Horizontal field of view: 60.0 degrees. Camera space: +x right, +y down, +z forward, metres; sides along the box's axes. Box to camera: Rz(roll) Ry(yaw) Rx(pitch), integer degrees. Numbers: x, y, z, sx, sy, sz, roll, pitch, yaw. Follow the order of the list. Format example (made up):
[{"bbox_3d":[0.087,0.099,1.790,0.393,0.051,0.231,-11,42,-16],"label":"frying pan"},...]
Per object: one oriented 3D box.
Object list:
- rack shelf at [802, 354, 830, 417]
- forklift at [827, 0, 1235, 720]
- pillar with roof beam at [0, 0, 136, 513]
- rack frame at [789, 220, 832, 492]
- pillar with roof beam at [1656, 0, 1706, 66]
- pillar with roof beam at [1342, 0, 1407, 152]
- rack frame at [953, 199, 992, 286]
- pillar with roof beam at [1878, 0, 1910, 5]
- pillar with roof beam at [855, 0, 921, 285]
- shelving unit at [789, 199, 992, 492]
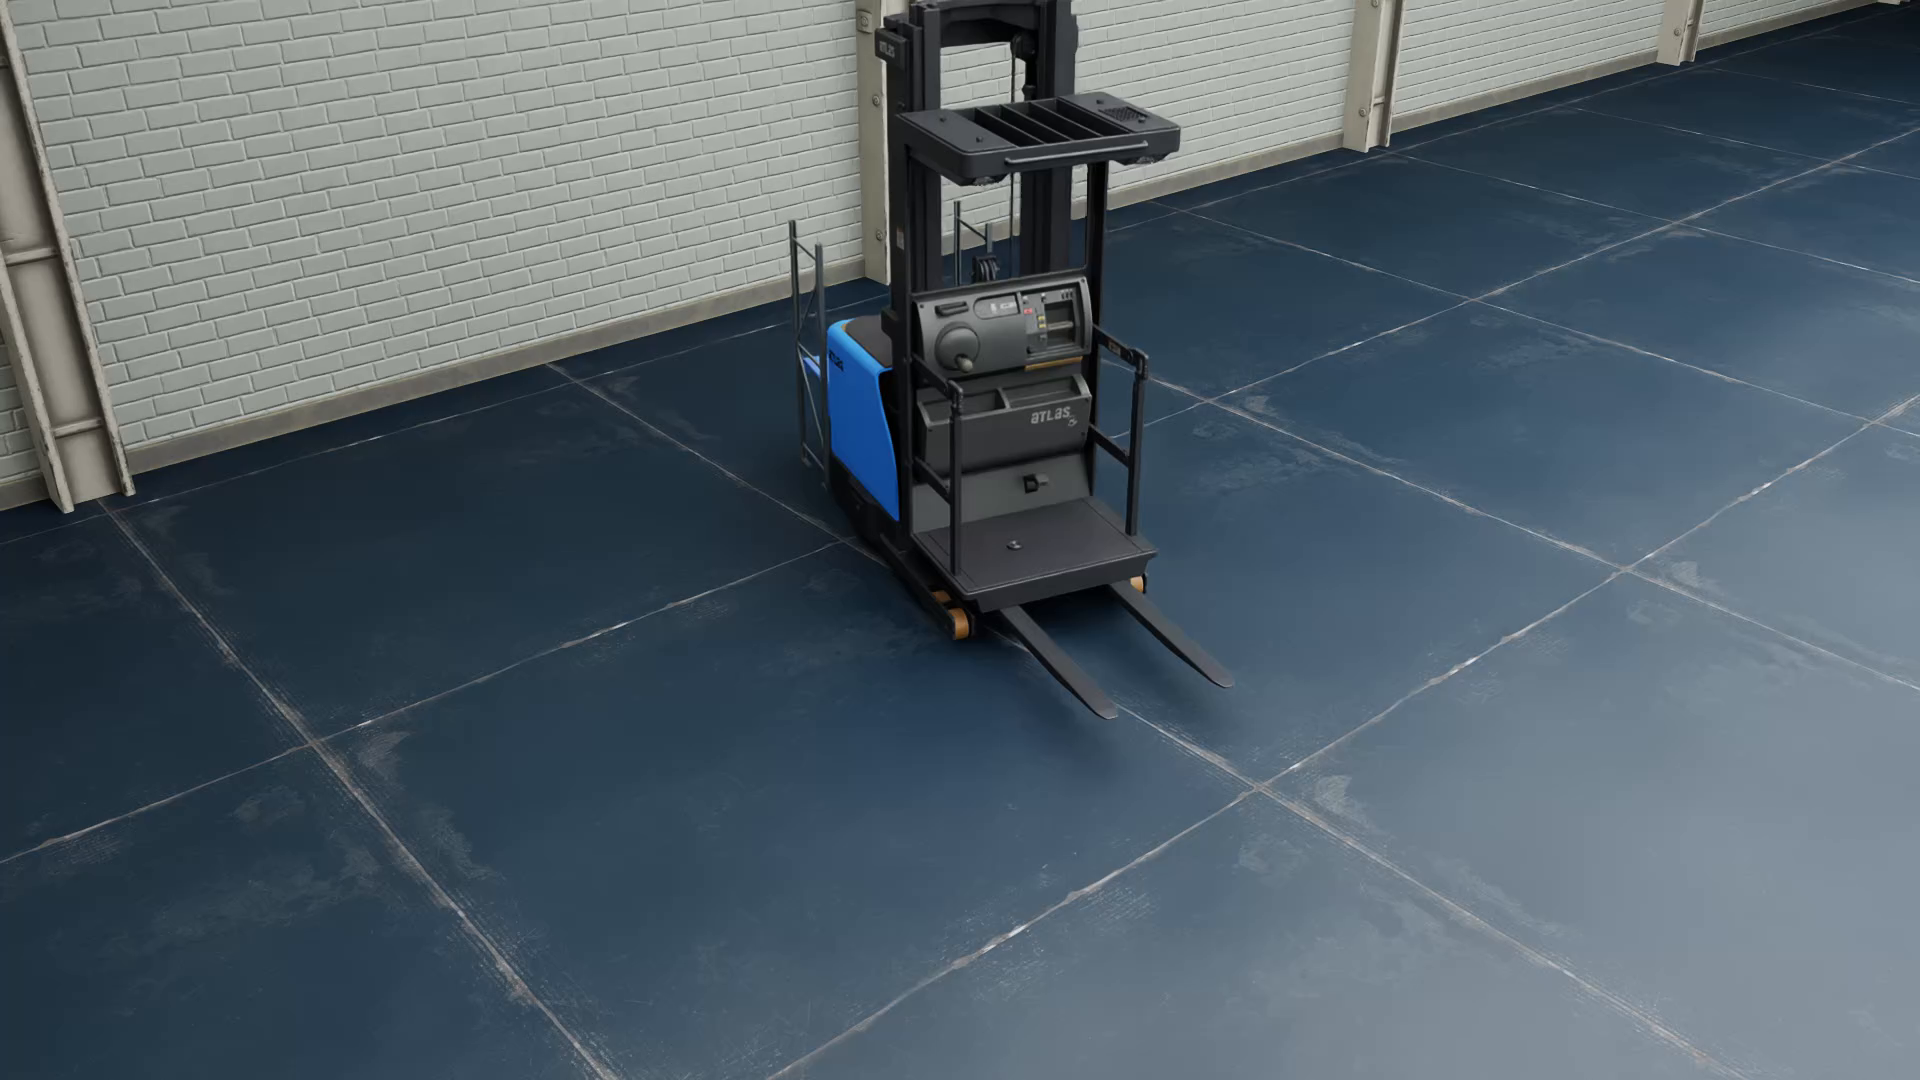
[{"bbox_3d":[-0.398,-0.992,9.896,1.000,0.185,0.538,-12,30,-20],"label":"rack shelf"},{"bbox_3d":[0.318,-1.022,8.052,1.130,2.935,3.031,-12,30,-22],"label":"forklift"},{"bbox_3d":[-2.292,-2.692,4.739,0.400,9.000,9.100,-22,35,-35],"label":"pillar with roof beam"},{"bbox_3d":[-0.864,-1.056,9.634,0.032,1.500,0.500,-12,30,-20],"label":"rack frame"},{"bbox_3d":[11.402,-8.198,15.043,0.400,9.000,9.100,-22,35,-35],"label":"pillar with roof beam"},{"bbox_3d":[6.837,-6.363,11.609,0.400,9.000,9.100,-22,35,-35],"label":"pillar with roof beam"},{"bbox_3d":[0.069,-1.246,9.990,0.032,1.500,0.500,-12,30,-20],"label":"rack frame"},{"bbox_3d":[15.966,-10.034,18.478,0.400,9.000,9.100,-22,35,-35],"label":"pillar with roof beam"},{"bbox_3d":[2.273,-4.527,8.174,0.400,9.000,9.100,-22,35,-35],"label":"pillar with roof beam"},{"bbox_3d":[-0.398,-1.151,9.812,1.048,1.500,0.538,-12,30,-20],"label":"shelving unit"}]
